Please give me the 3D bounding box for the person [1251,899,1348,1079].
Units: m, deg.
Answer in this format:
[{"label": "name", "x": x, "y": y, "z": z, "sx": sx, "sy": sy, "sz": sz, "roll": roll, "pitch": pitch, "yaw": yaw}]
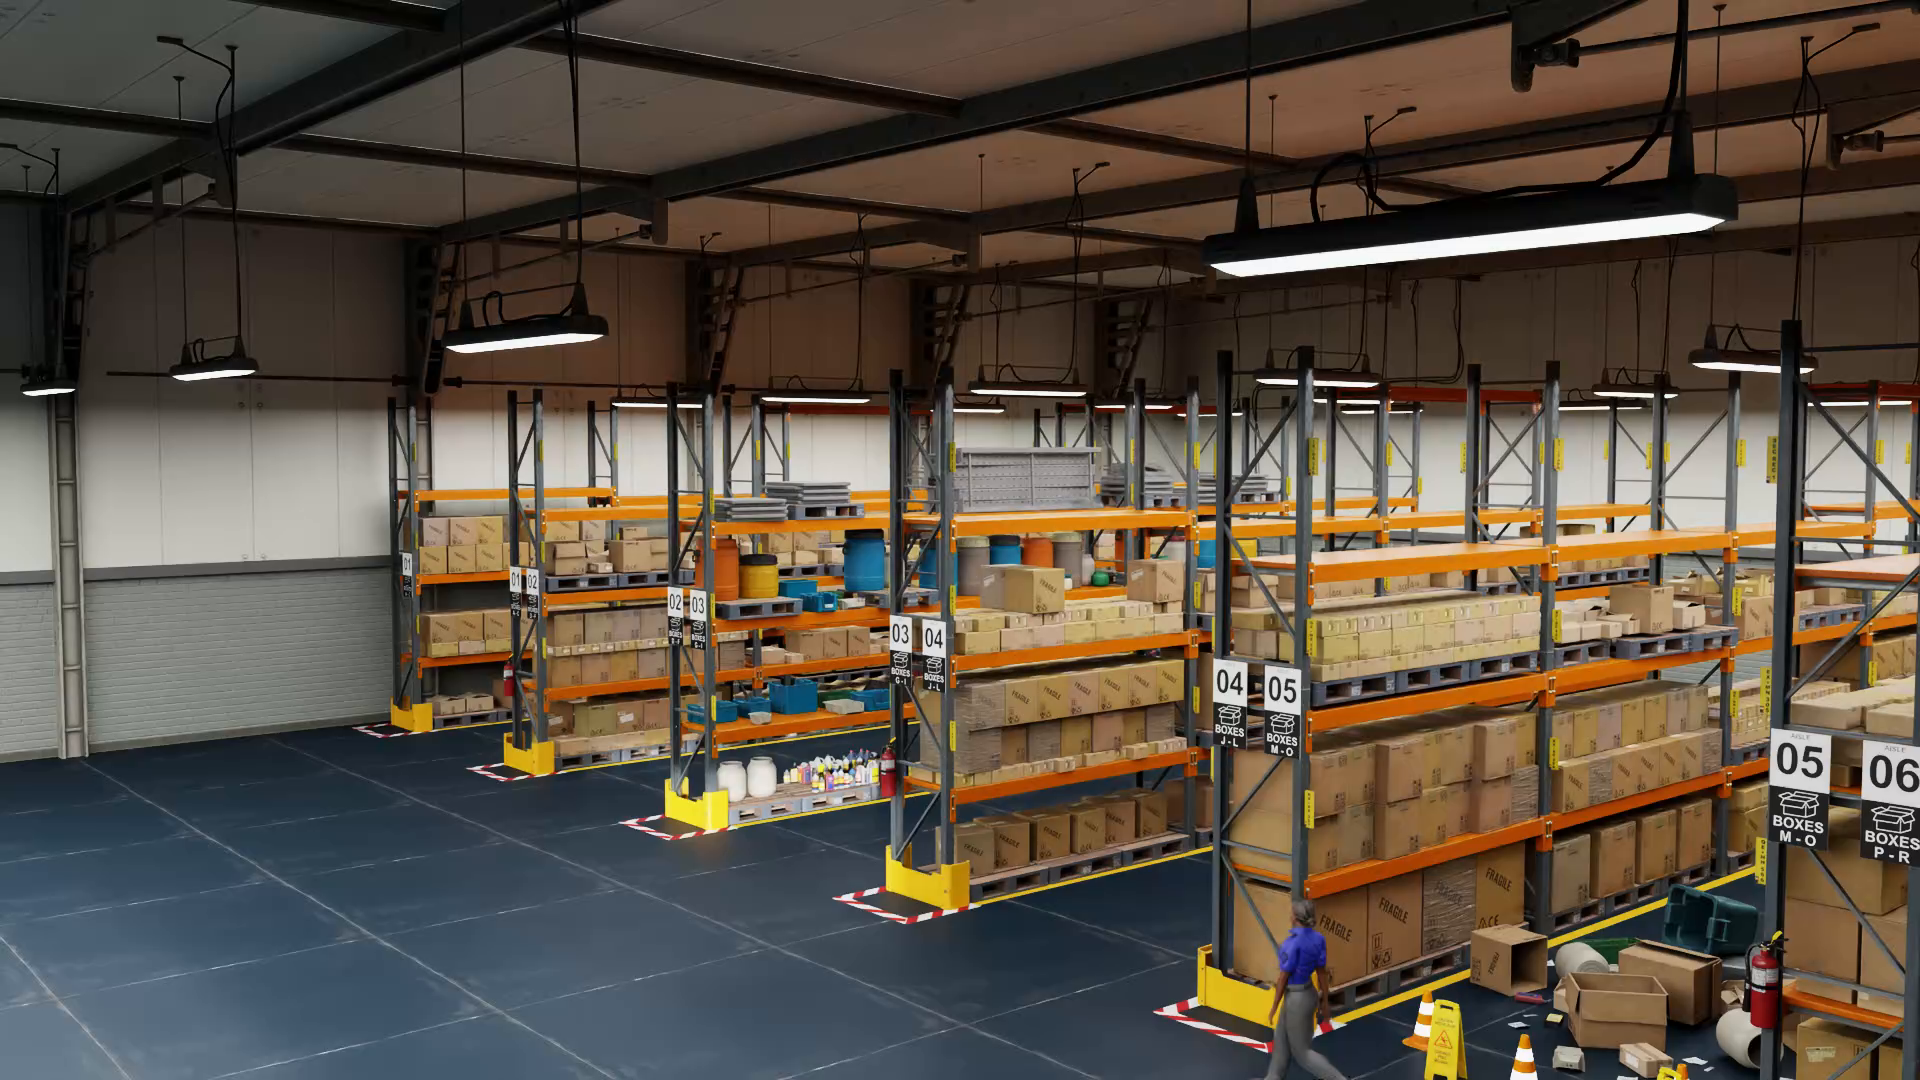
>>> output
[{"label": "person", "x": 2.658, "y": 3.593, "z": 12.917, "sx": 0.927, "sy": 1.623, "sz": 0.424, "roll": 2, "pitch": 4, "yaw": 27}]
